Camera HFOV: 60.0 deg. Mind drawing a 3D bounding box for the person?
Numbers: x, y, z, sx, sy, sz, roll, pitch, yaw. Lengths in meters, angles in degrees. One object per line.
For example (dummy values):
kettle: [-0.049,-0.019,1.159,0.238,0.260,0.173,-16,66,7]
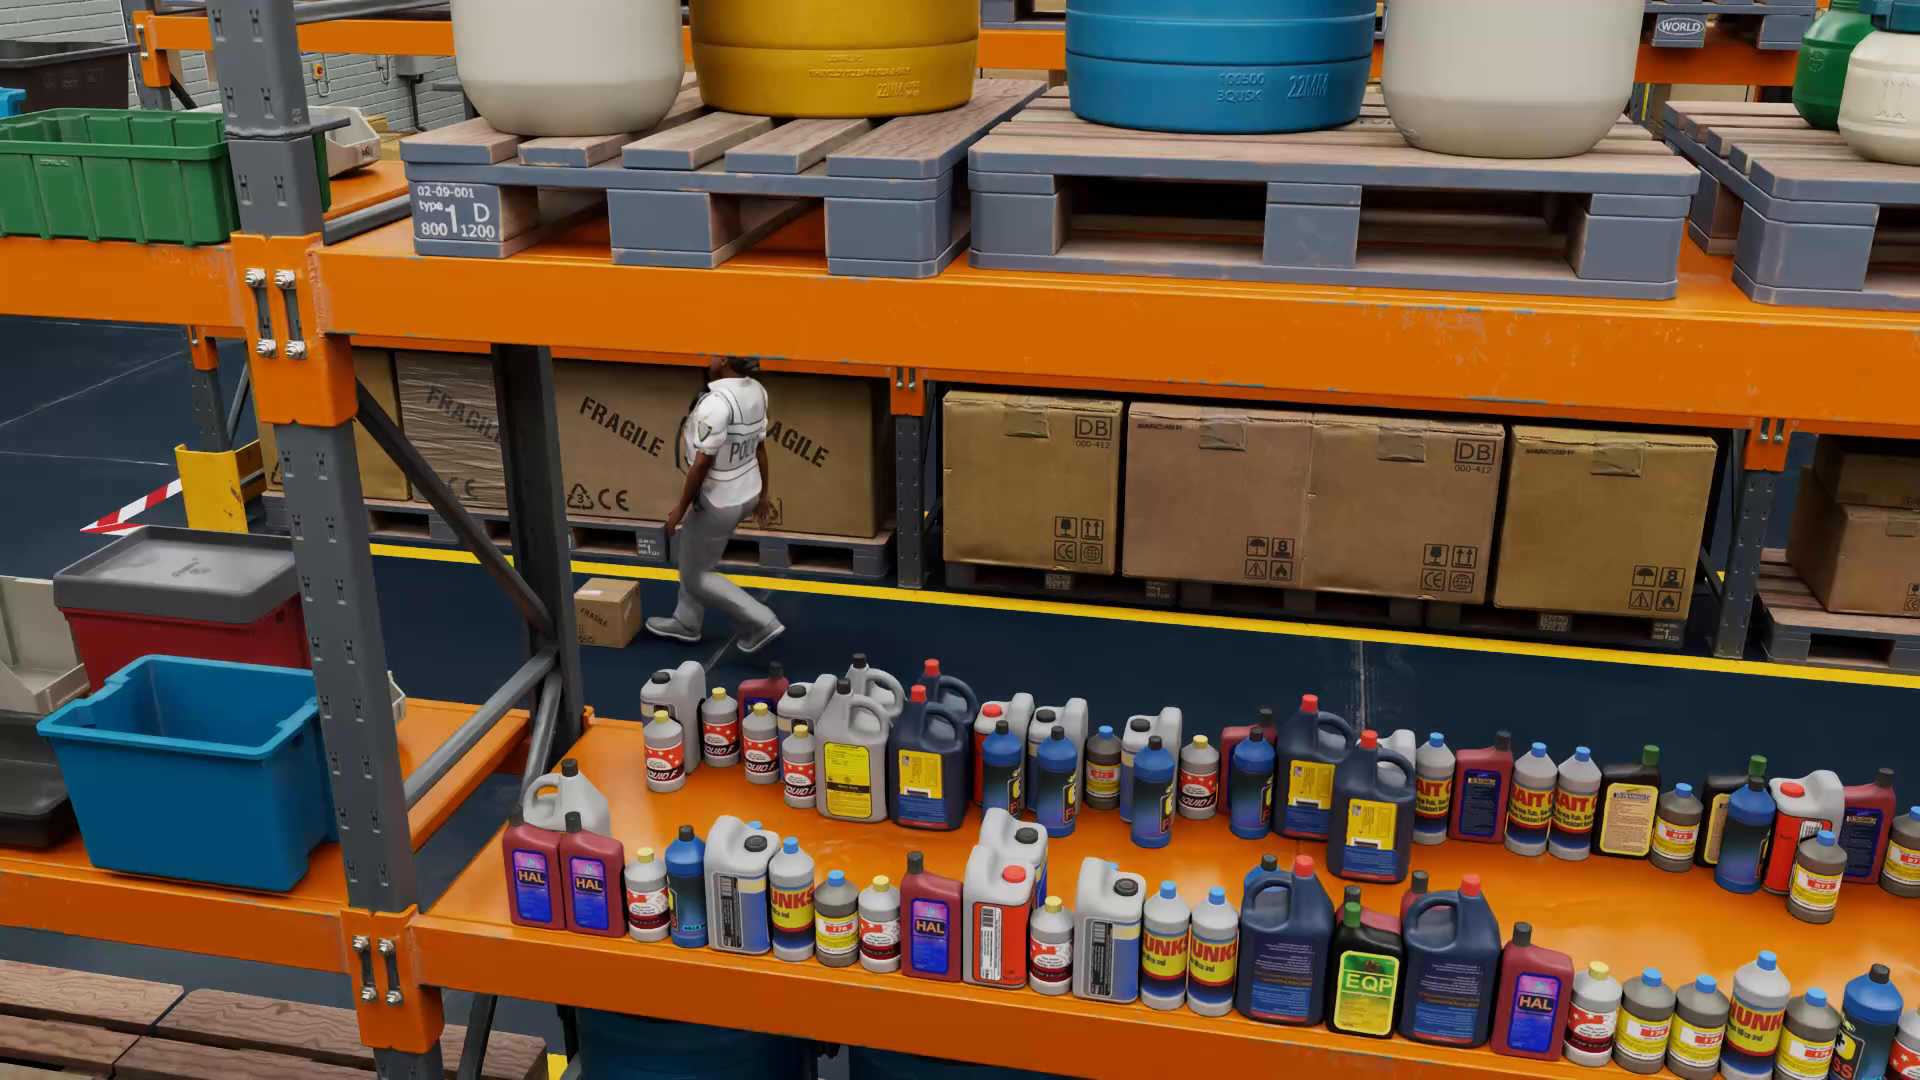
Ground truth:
person: [-1.295,-0.261,7.695,0.533,1.674,0.475,7,23,18]
